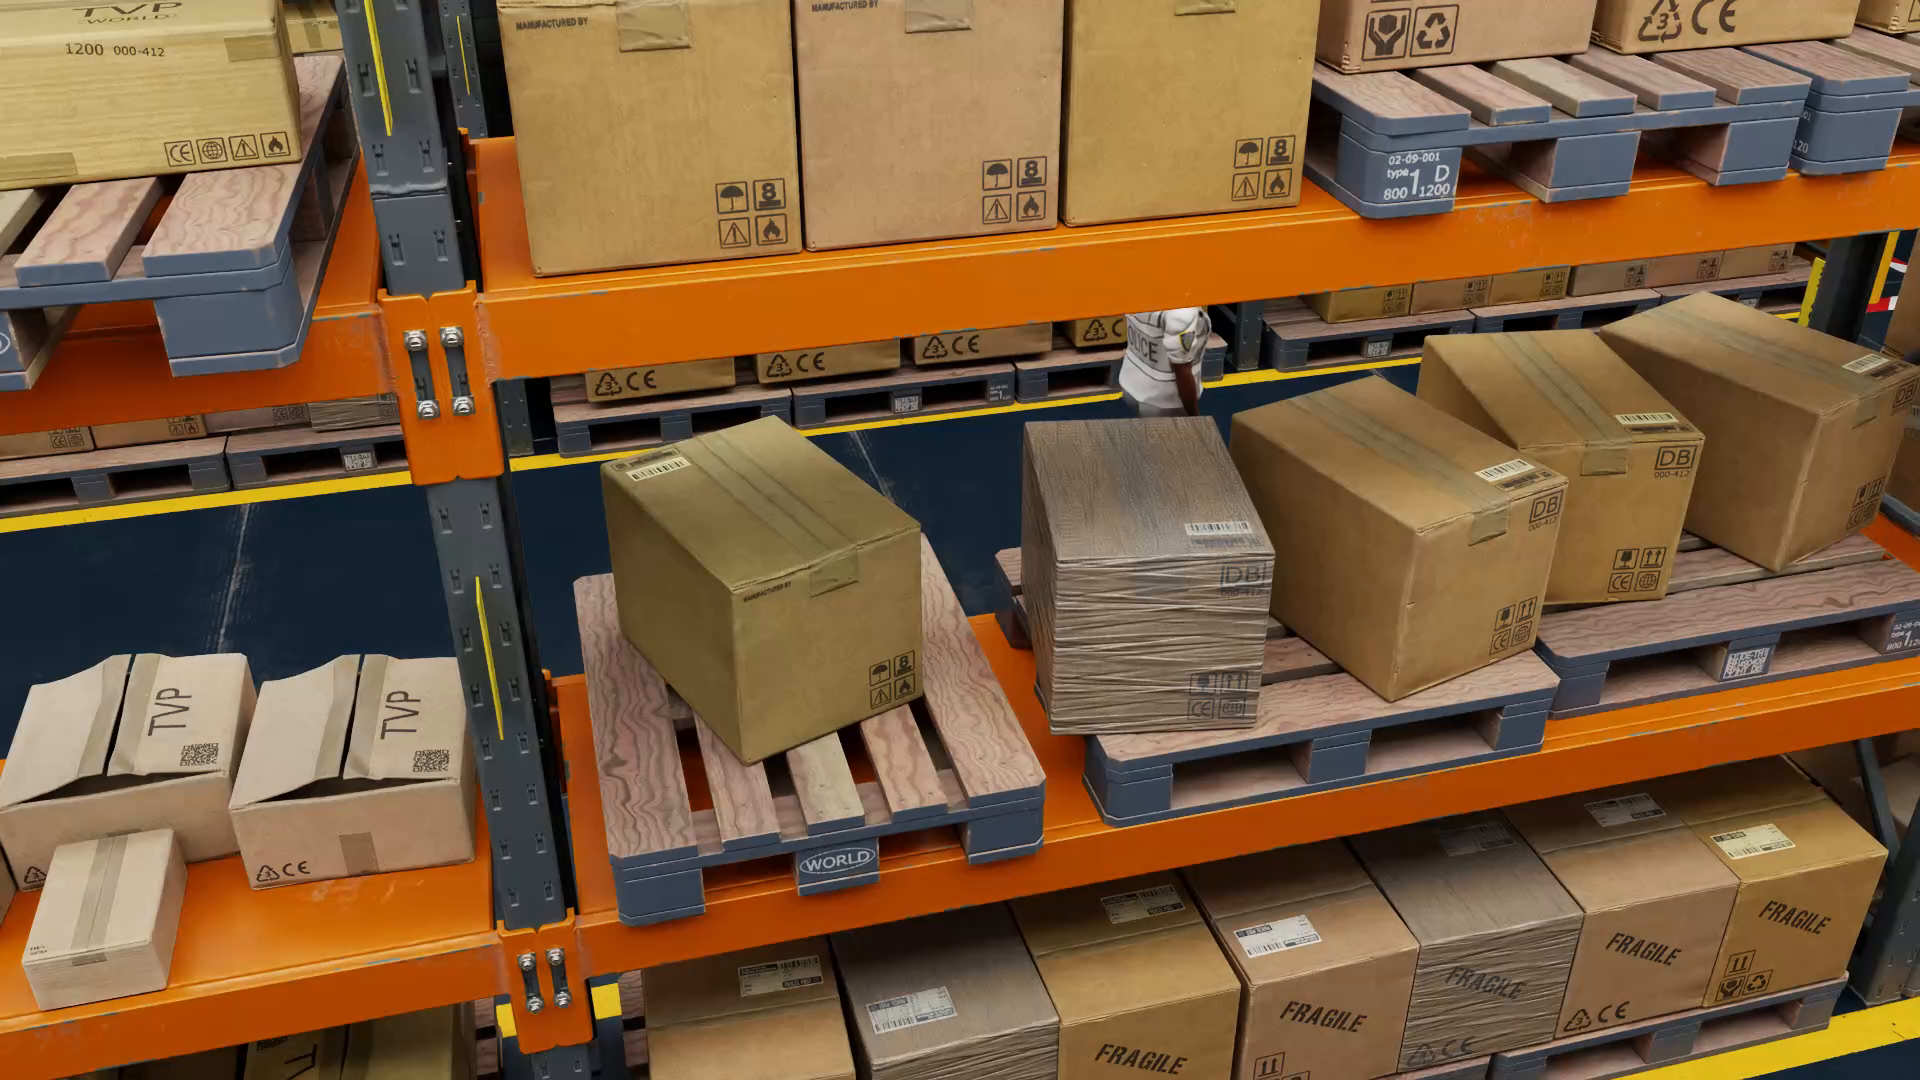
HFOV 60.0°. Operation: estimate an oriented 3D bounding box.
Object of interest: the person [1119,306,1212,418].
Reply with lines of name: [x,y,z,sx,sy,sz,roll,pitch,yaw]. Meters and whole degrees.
person: [0.949,-0.602,7.175,0.528,1.703,0.508,-13,33,-20]
